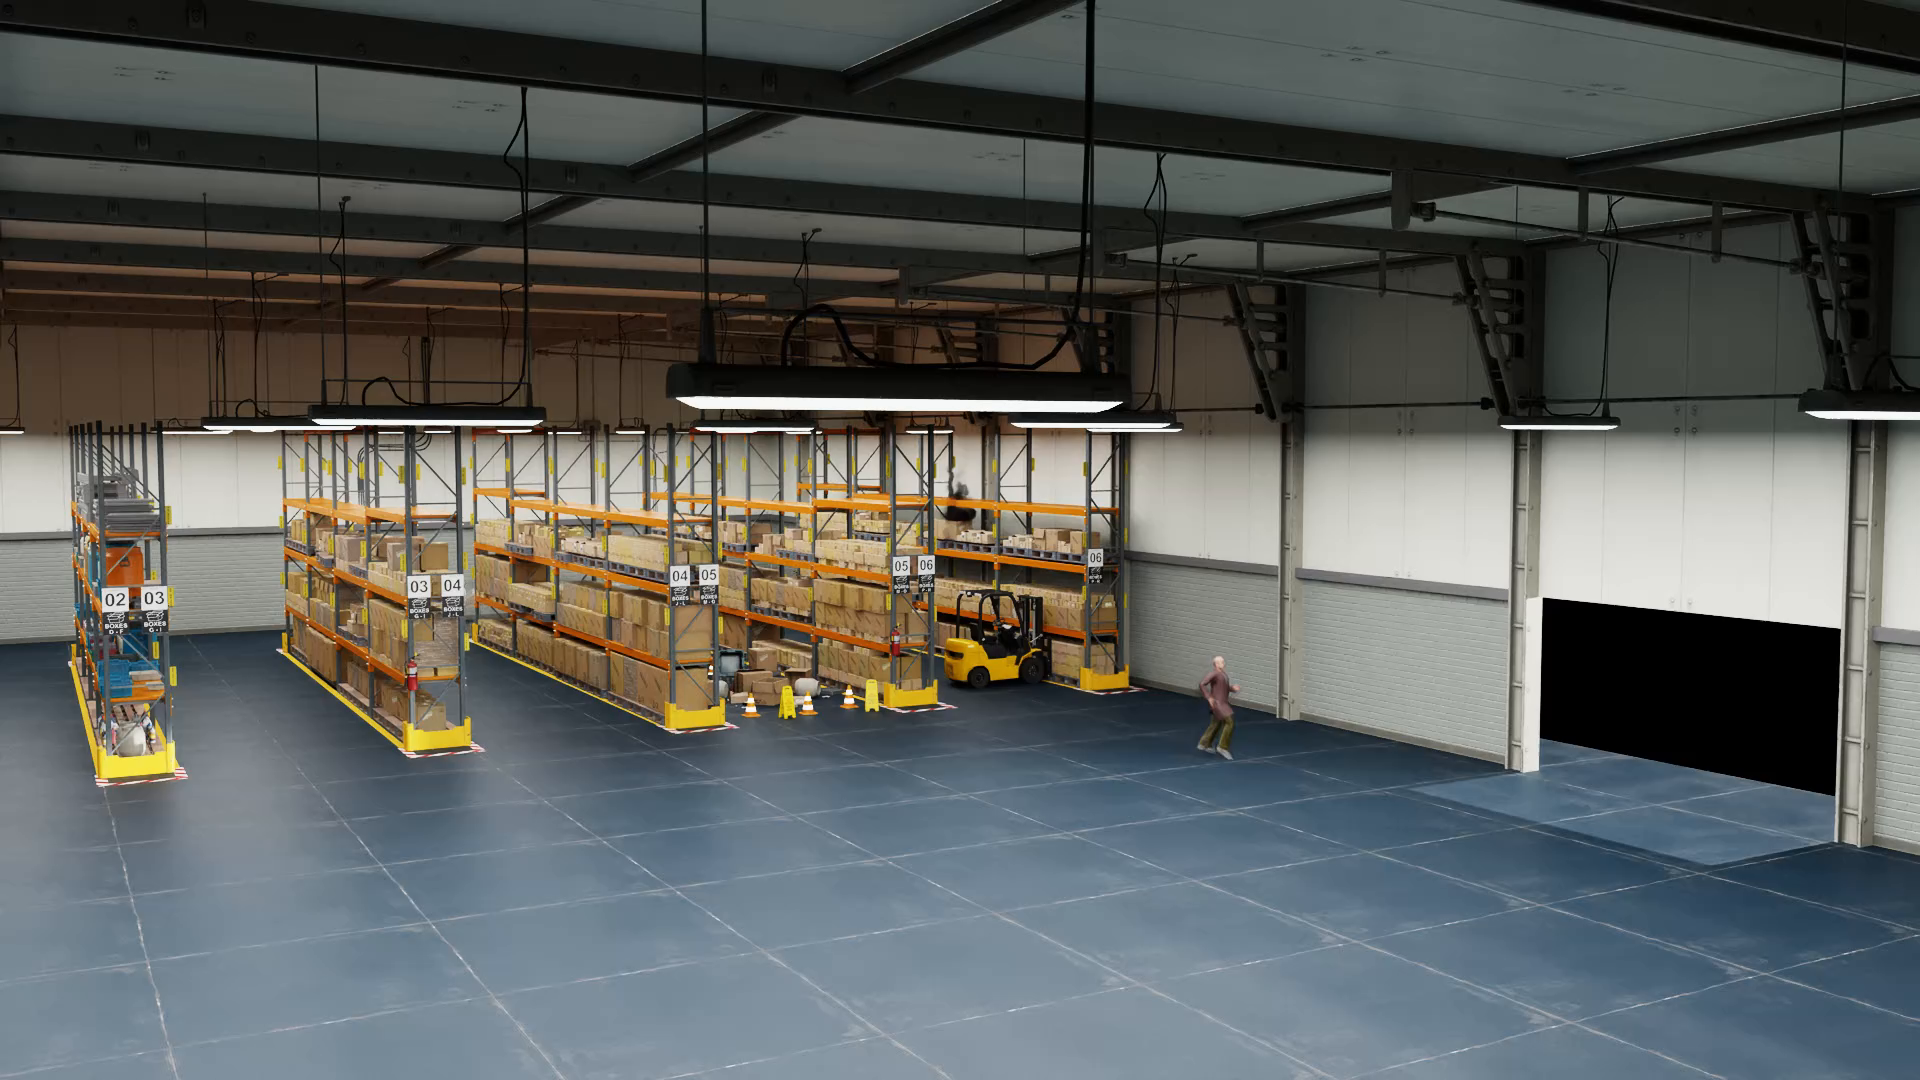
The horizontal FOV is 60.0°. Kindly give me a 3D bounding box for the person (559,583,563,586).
[{"bbox_3d":[-11.136,2.034,46.470,0.611,1.676,0.603,-2,4,-27],"label":"person"}]

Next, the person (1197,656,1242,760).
[{"bbox_3d":[4.631,3.001,29.728,0.825,1.842,0.668,1,4,21],"label":"person"}]
